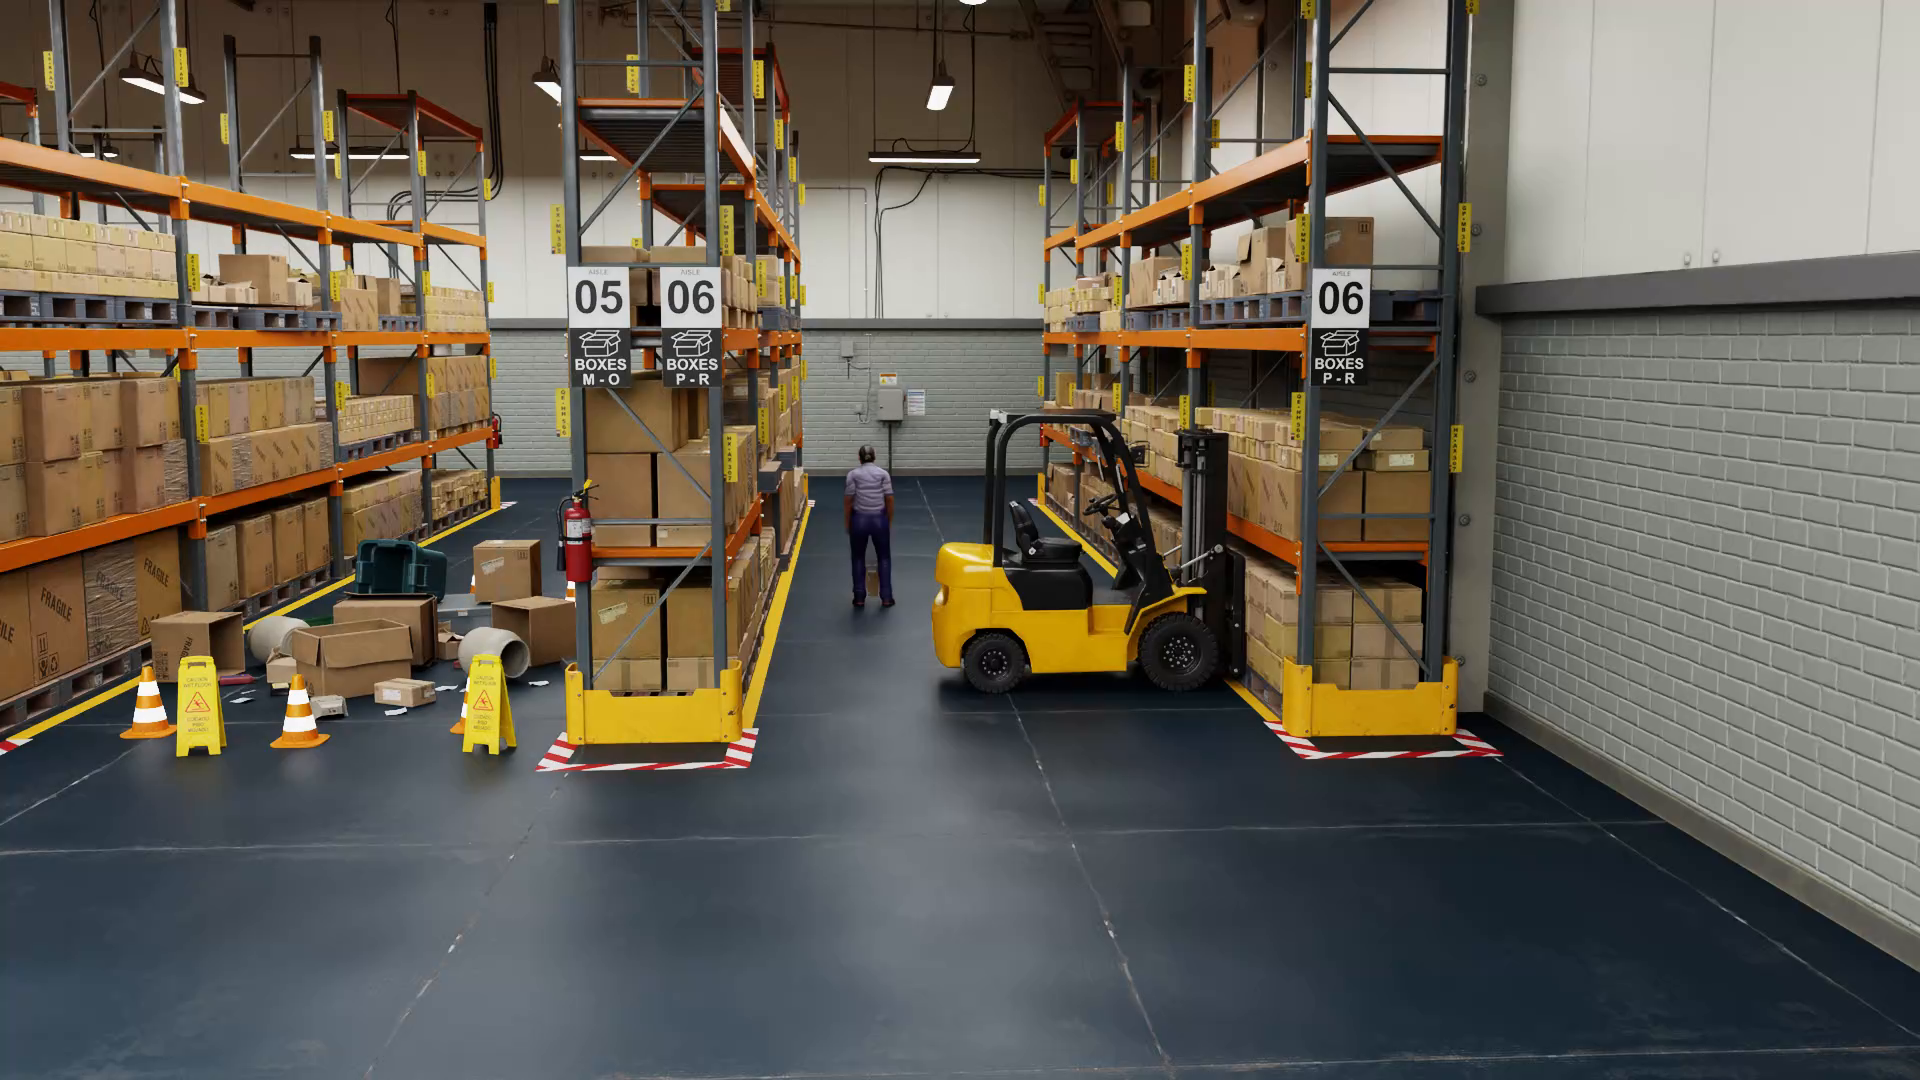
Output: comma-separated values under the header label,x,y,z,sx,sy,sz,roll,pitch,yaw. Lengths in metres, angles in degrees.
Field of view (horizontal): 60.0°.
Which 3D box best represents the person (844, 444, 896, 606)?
label,x,y,z,sx,sy,sz,roll,pitch,yaw
person,-0.922,-0.144,17.016,0.535,1.638,0.422,-1,7,-6
